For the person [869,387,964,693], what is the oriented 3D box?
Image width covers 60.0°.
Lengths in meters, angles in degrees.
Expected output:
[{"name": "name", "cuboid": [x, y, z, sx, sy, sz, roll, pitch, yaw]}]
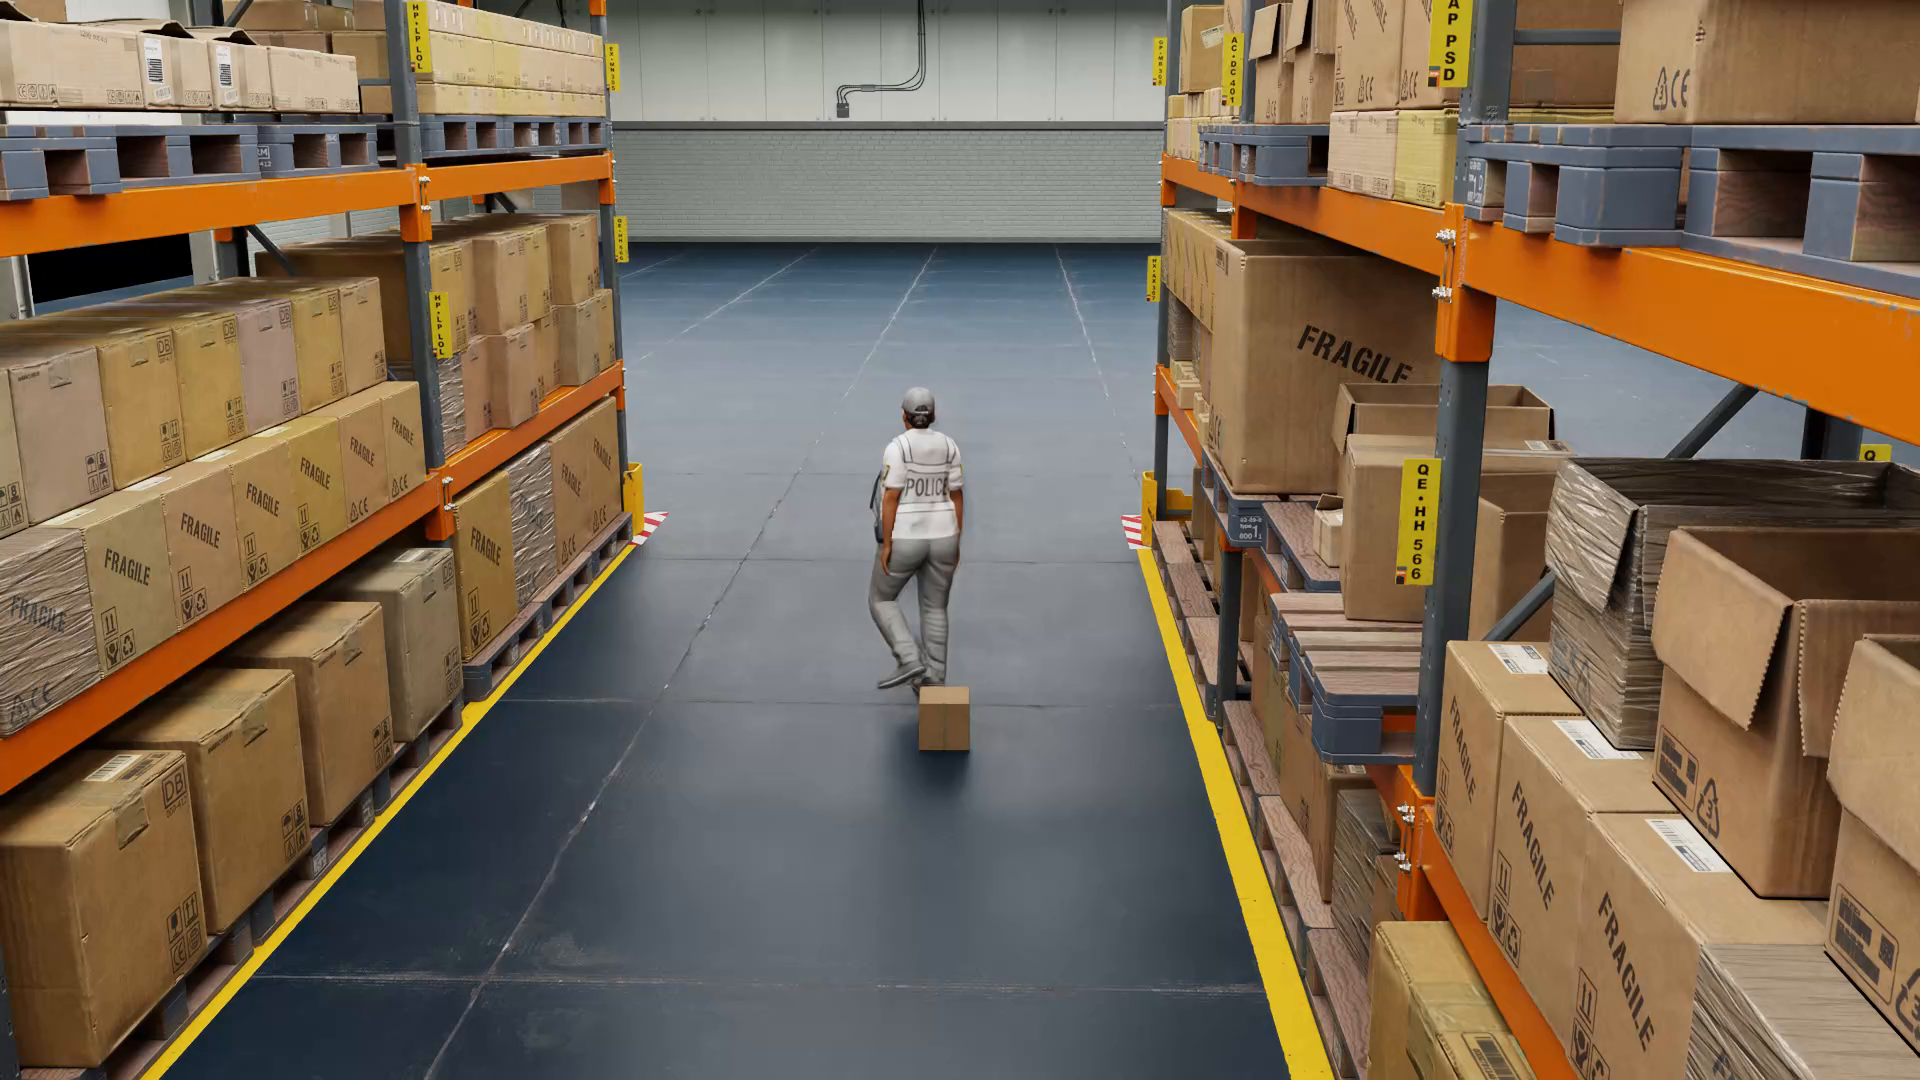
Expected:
[{"name": "person", "cuboid": [-0.227, 0.023, 8.872, 0.546, 1.653, 0.522, -7, 16, -26]}]
